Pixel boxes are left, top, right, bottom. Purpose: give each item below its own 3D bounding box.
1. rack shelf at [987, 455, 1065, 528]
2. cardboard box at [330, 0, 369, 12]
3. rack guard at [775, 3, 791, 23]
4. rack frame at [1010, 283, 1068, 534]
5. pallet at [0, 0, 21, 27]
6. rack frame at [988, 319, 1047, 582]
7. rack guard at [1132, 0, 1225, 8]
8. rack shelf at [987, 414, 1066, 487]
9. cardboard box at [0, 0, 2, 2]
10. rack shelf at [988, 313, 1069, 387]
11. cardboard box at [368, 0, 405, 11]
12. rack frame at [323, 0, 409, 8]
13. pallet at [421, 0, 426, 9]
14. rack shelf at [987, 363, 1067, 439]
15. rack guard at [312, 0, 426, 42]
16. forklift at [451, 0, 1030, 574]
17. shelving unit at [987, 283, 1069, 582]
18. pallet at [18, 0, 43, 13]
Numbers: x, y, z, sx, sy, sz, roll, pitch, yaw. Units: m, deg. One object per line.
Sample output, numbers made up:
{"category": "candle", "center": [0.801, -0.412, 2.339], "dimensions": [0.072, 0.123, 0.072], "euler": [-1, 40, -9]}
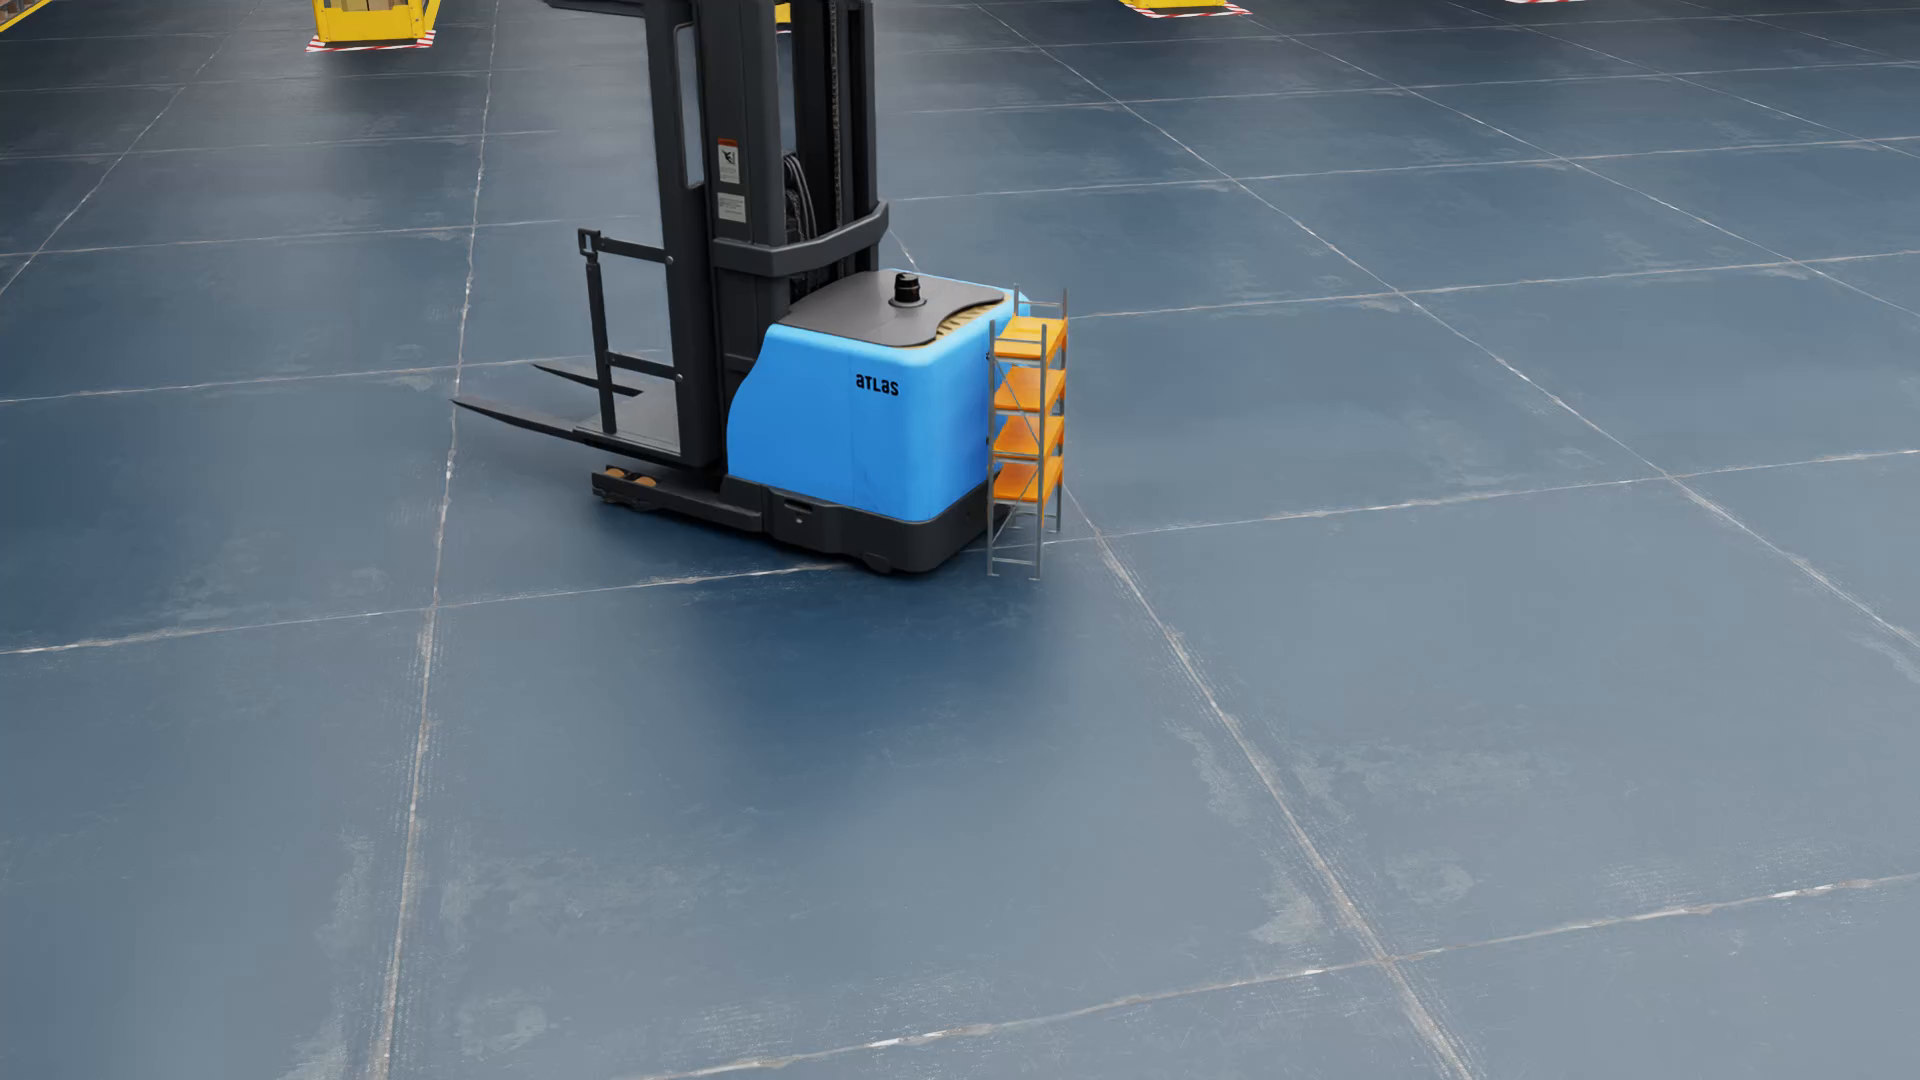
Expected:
{"category": "rack shelf", "center": [0.299, -0.235, 7.475], "dimensions": [0.258, 0.148, 0.480], "euler": [6, 27, 12]}
{"category": "cardboard box", "center": [-7.232, -6.354, 19.596], "dimensions": [0.500, 0.250, 0.500], "euler": [-6, 27, -12]}
{"category": "rack guard", "center": [-2.060, -6.603, 20.277], "dimensions": [1.175, 0.500, 0.348], "euler": [-6, 27, -12]}
{"category": "rack frame", "center": [0.356, -0.580, 7.567], "dimensions": [0.240, 1.200, 0.015], "euler": [6, 27, 12]}
{"category": "pallet", "center": [-12.086, -6.367, 20.131], "dimensions": [1.003, 0.211, 1.213], "euler": [-6, 27, -12]}
{"category": "rack frame", "center": [0.241, -0.366, 7.143], "dimensions": [0.240, 1.200, 0.015], "euler": [6, 27, 12]}
{"category": "rack guard", "center": [2.812, -7.111, 21.283], "dimensions": [1.175, 0.500, 0.348], "euler": [-6, 27, -12]}
{"category": "rack shelf", "center": [0.299, -0.413, 7.385], "dimensions": [0.258, 0.148, 0.480], "euler": [6, 27, 12]}
{"category": "cardboard box", "center": [-11.962, -6.655, 19.892], "dimensions": [0.700, 0.500, 0.500], "euler": [-8, 28, -15]}
{"category": "rack shelf", "center": [0.299, -0.823, 7.178], "dimensions": [0.258, 0.148, 0.480], "euler": [6, 27, 12]}
{"category": "cardboard box", "center": [-6.728, -6.407, 19.700], "dimensions": [0.500, 0.250, 0.500], "euler": [-6, 27, -12]}
{"category": "rack frame", "center": [-6.824, -7.189, 18.664], "dimensions": [1.000, 3.000, 0.127], "euler": [-6, 27, -12]}
{"category": "pallet", "center": [-7.308, -6.810, 21.008], "dimensions": [1.003, 0.211, 1.213], "euler": [-6, 27, -12]}
{"category": "rack shelf", "center": [0.299, -0.612, 7.284], "dimensions": [0.258, 0.148, 0.480], "euler": [6, 27, 12]}
{"category": "rack guard", "center": [-6.818, -6.062, 19.206], "dimensions": [1.175, 0.500, 0.348], "euler": [-6, 27, -12]}
{"category": "forklift", "center": [-1.198, -1.633, 7.732], "dimensions": [3.031, 2.935, 1.130], "euler": [15, 30, 27]}
{"category": "shelving unit", "center": [0.299, -0.473, 7.355], "dimensions": [0.258, 1.200, 0.503], "euler": [6, 27, 12]}
{"category": "pallet", "center": [-12.365, -6.904, 21.194], "dimensions": [1.003, 0.211, 1.213], "euler": [-6, 27, -12]}
